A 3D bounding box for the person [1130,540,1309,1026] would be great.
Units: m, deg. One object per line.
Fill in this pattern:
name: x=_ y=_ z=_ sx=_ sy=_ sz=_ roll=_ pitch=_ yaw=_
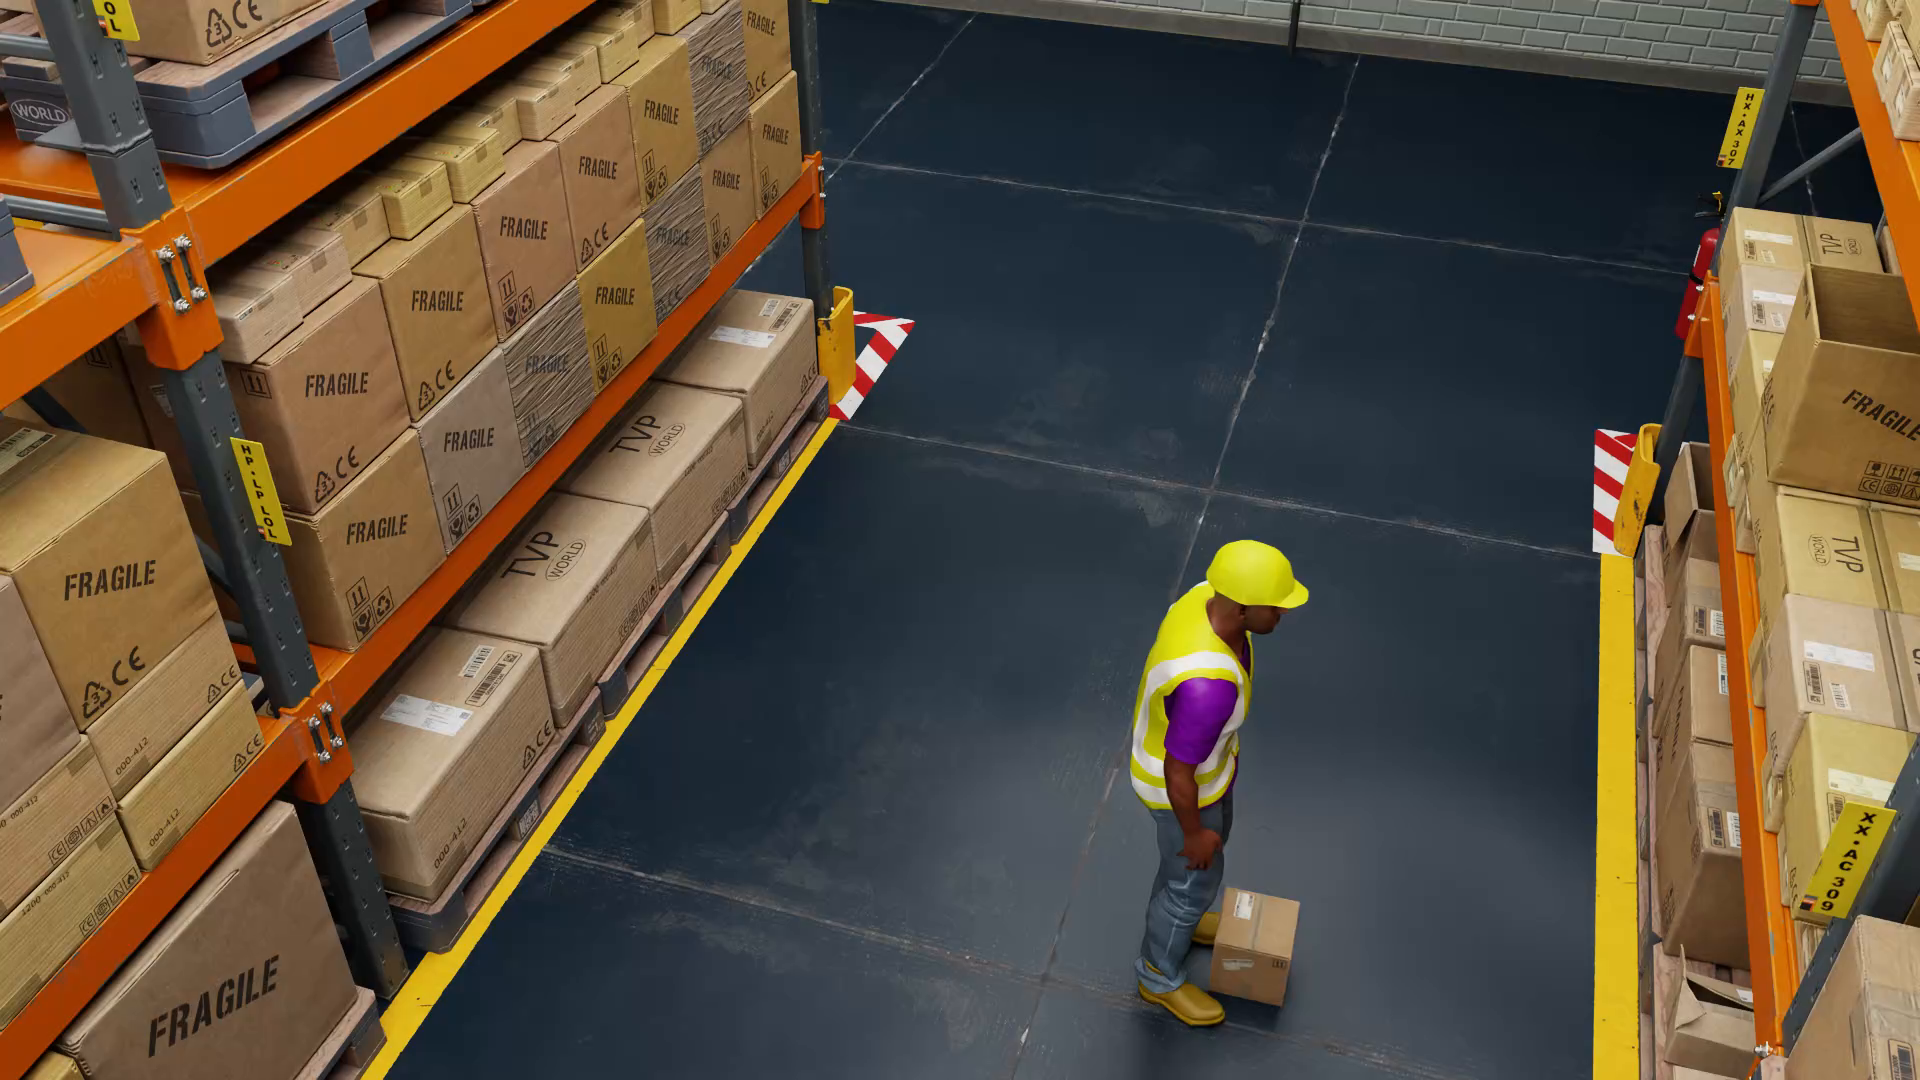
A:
person: x=0.758 y=0.722 z=5.170 sx=0.458 sy=1.760 sz=0.616 roll=9 pitch=38 yaw=12
